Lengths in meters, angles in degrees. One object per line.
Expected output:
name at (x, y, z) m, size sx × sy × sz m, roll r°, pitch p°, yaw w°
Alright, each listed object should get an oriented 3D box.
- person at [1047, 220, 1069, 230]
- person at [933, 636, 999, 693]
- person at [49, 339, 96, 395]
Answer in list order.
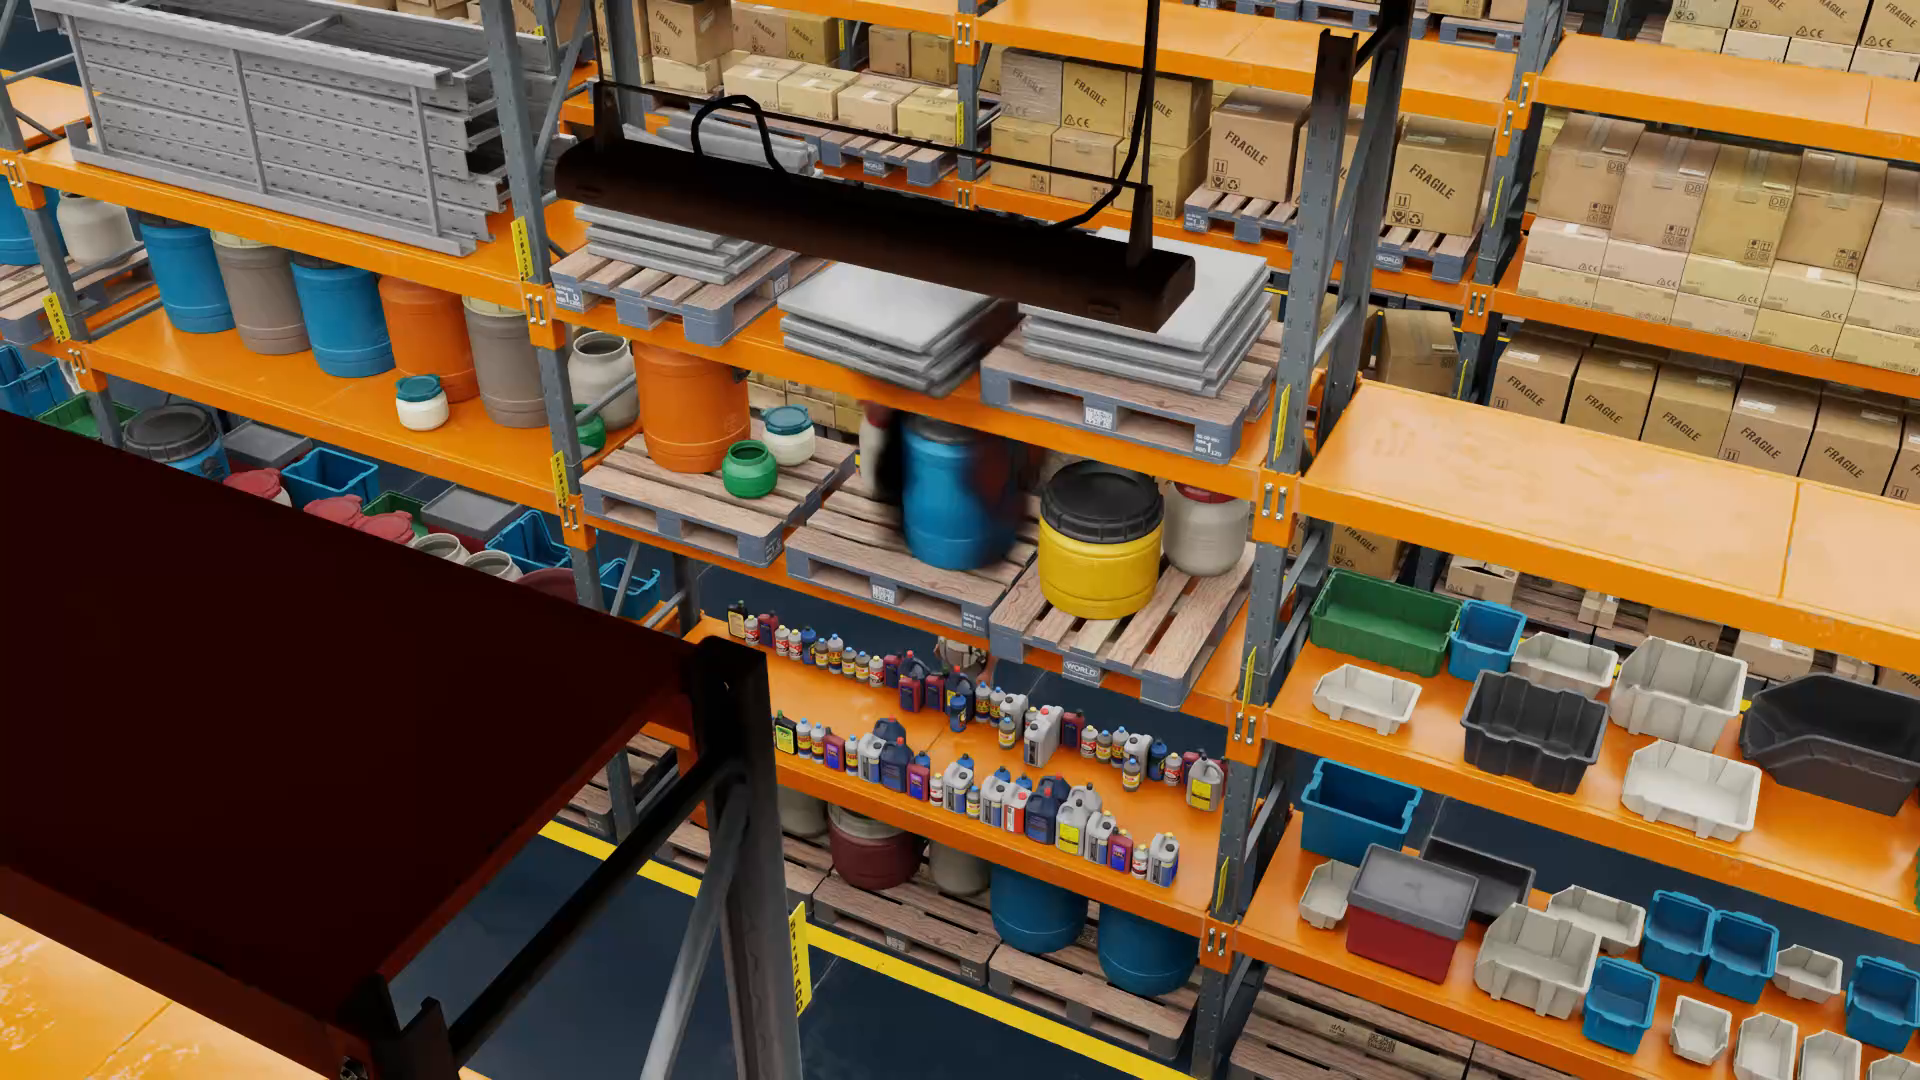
person at (0.903, -2.259, 15.590) m, size 0.618 × 1.760 × 0.627 m, roll -21°, pitch 40°, yaw -27°
person at (0.056, 0.774, 11.250) m, size 0.512 × 1.801 × 0.610 m, roll -21°, pitch 40°, yaw -27°
person at (-7.944, -1.726, 14.827) m, size 0.625 × 1.853 × 0.381 m, roll 15°, pitch 38°, yaw 20°
